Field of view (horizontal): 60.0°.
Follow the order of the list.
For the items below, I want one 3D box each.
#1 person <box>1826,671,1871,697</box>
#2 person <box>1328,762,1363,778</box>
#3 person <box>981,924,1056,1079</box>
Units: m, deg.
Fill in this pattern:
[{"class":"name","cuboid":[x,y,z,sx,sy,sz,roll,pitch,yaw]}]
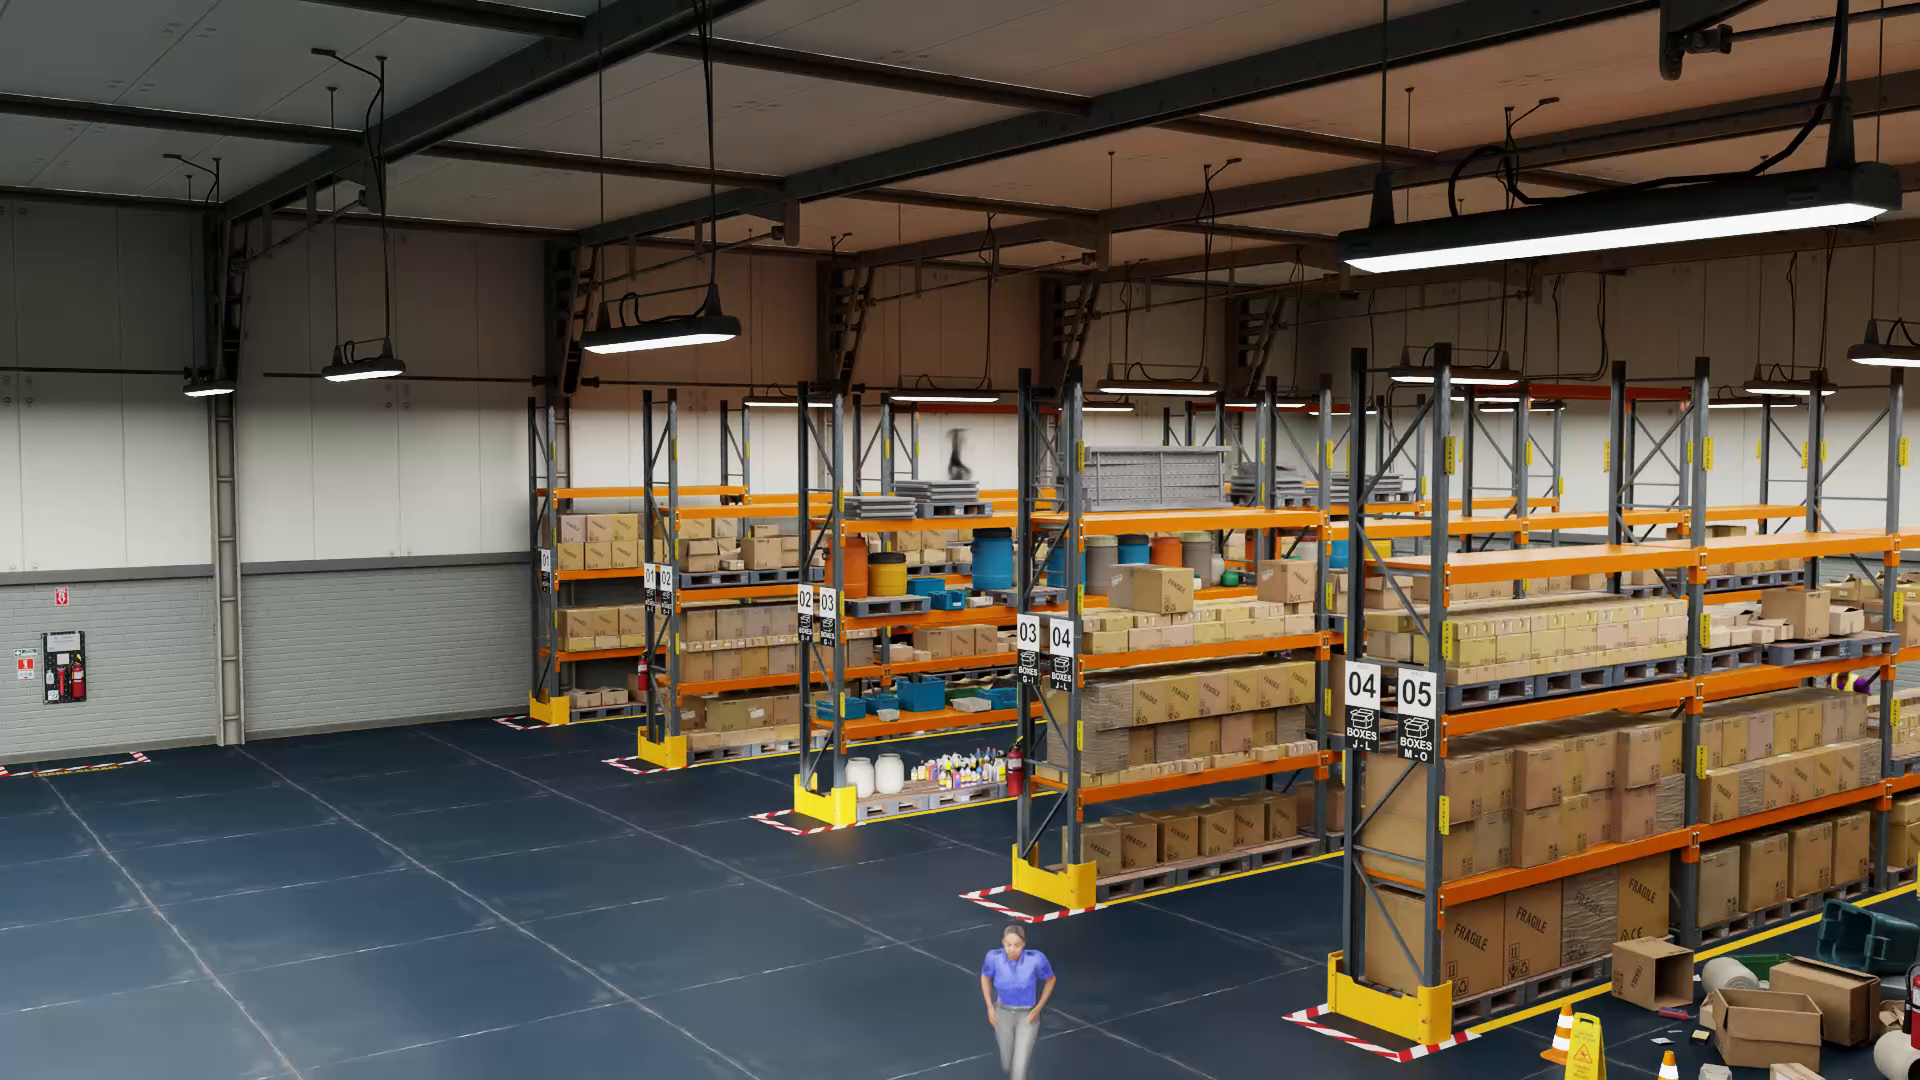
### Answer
[{"class":"person","cuboid":[14.167,2.747,26.510,1.051,1.748,0.719,-3,4,-40]},{"class":"person","cuboid":[5.523,2.900,24.113,0.821,1.752,0.673,-3,4,-38]},{"class":"person","cuboid":[0.449,3.647,12.711,0.575,1.609,0.843,0,3,4]}]
